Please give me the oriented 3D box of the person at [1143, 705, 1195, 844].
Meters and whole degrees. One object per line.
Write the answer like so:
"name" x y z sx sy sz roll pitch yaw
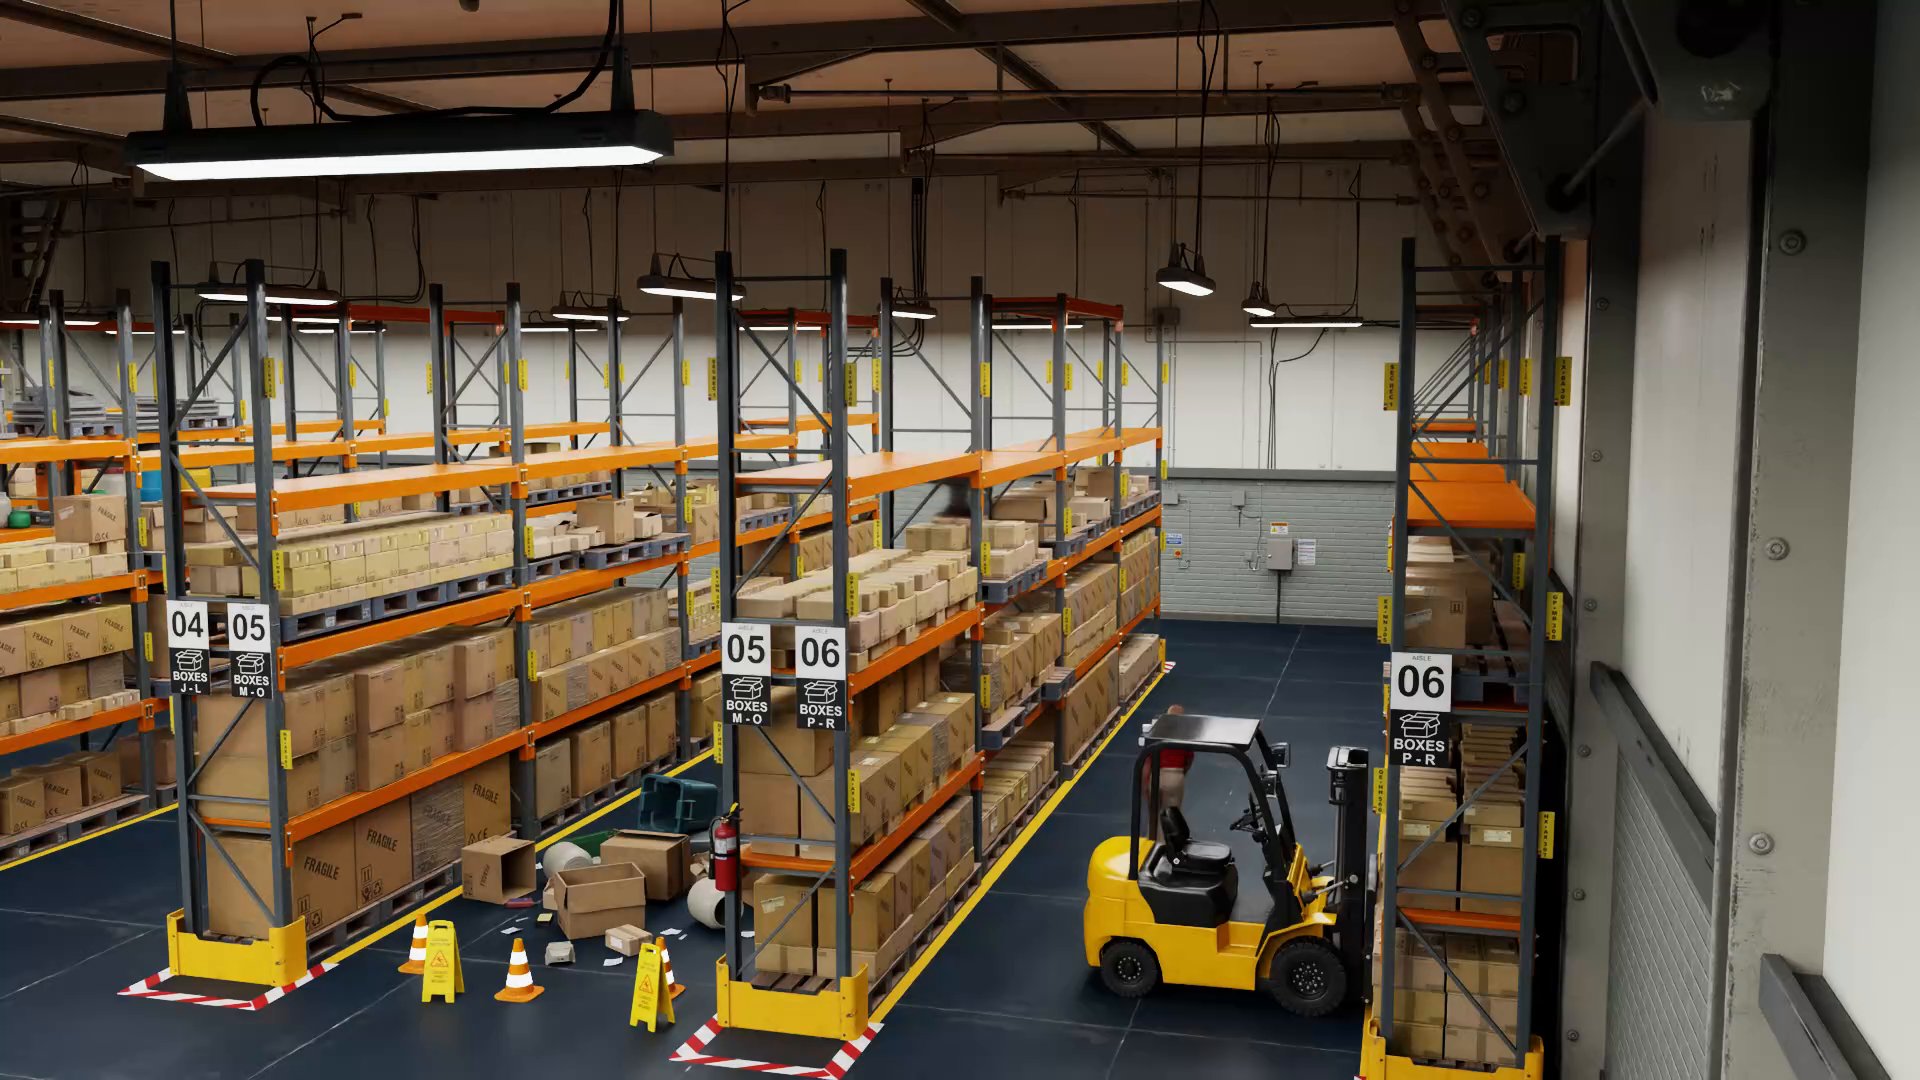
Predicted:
"person" 2.152 2.525 17.068 0.534 1.741 0.618 3 7 24
